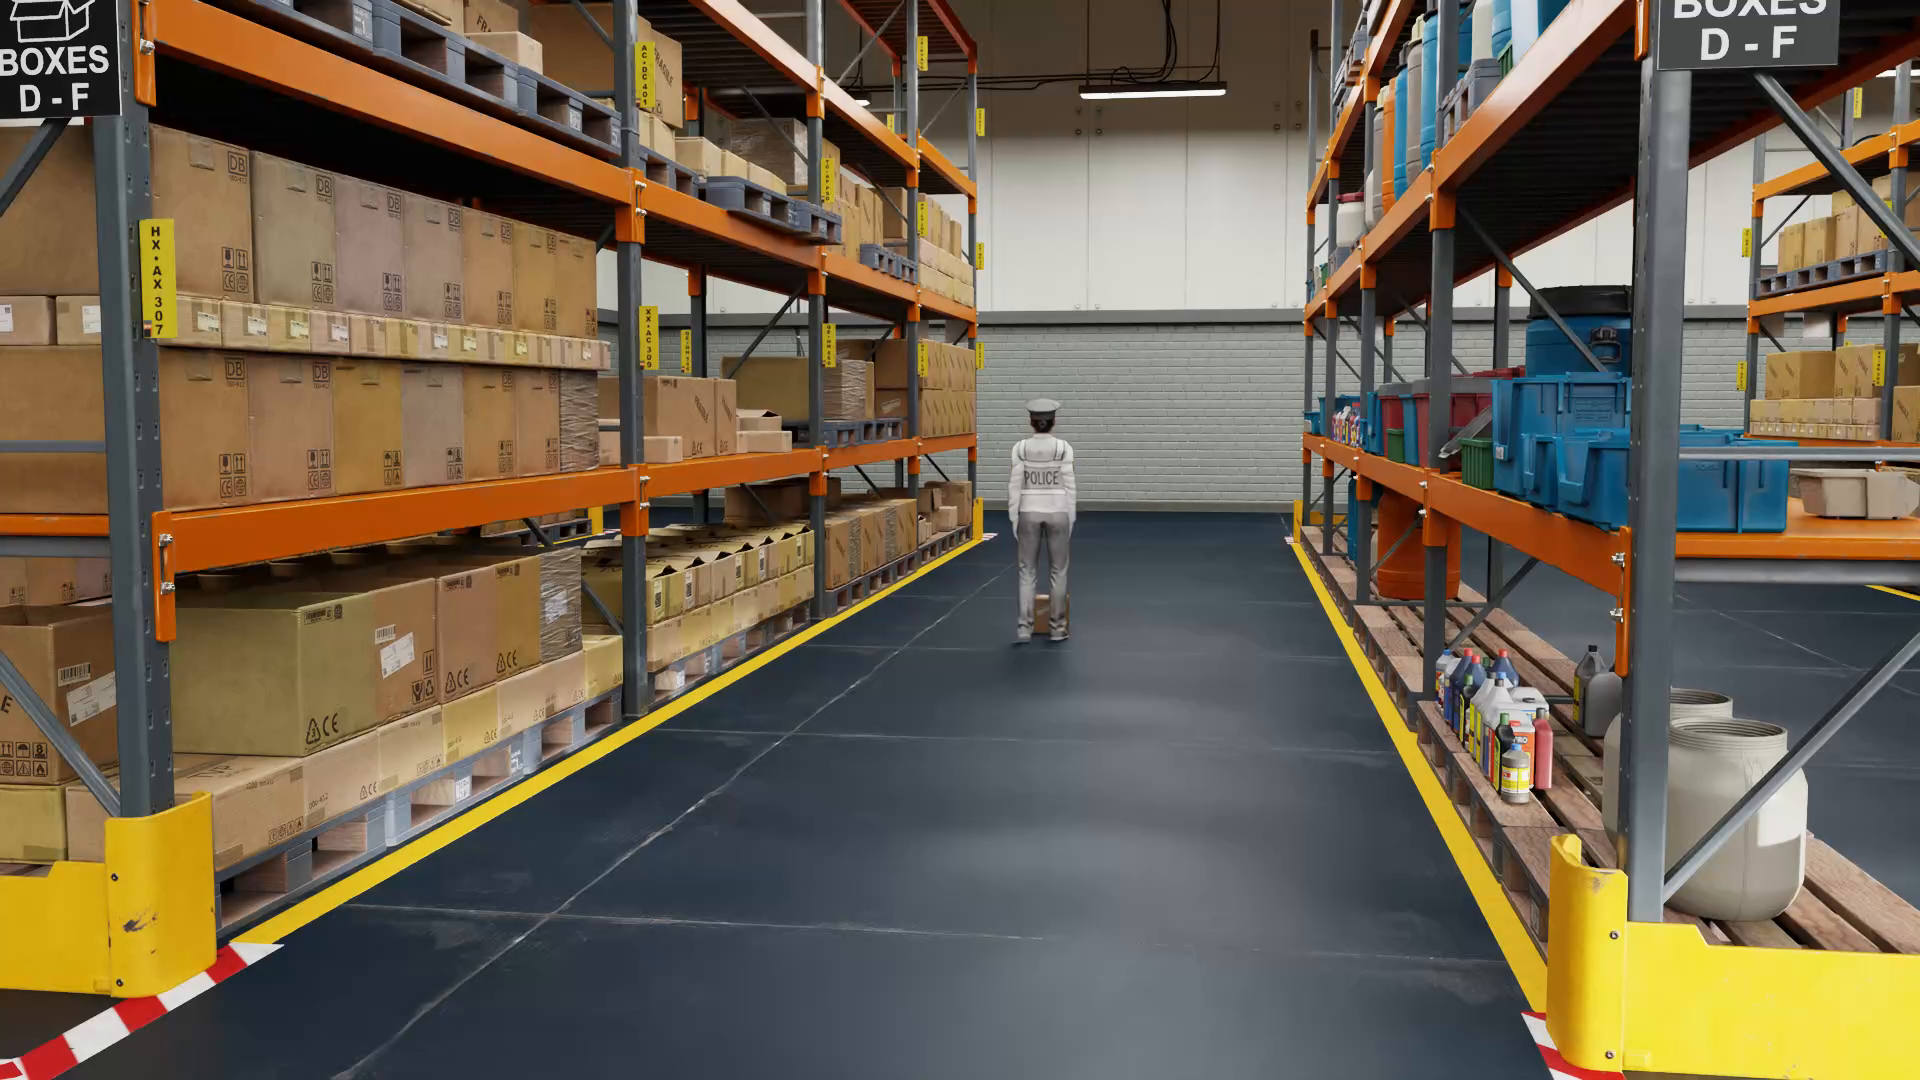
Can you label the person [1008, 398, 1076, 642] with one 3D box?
[{"bbox_3d":[0.571,-0.103,11.515,0.468,1.752,0.341,1,5,10],"label":"person"}]
